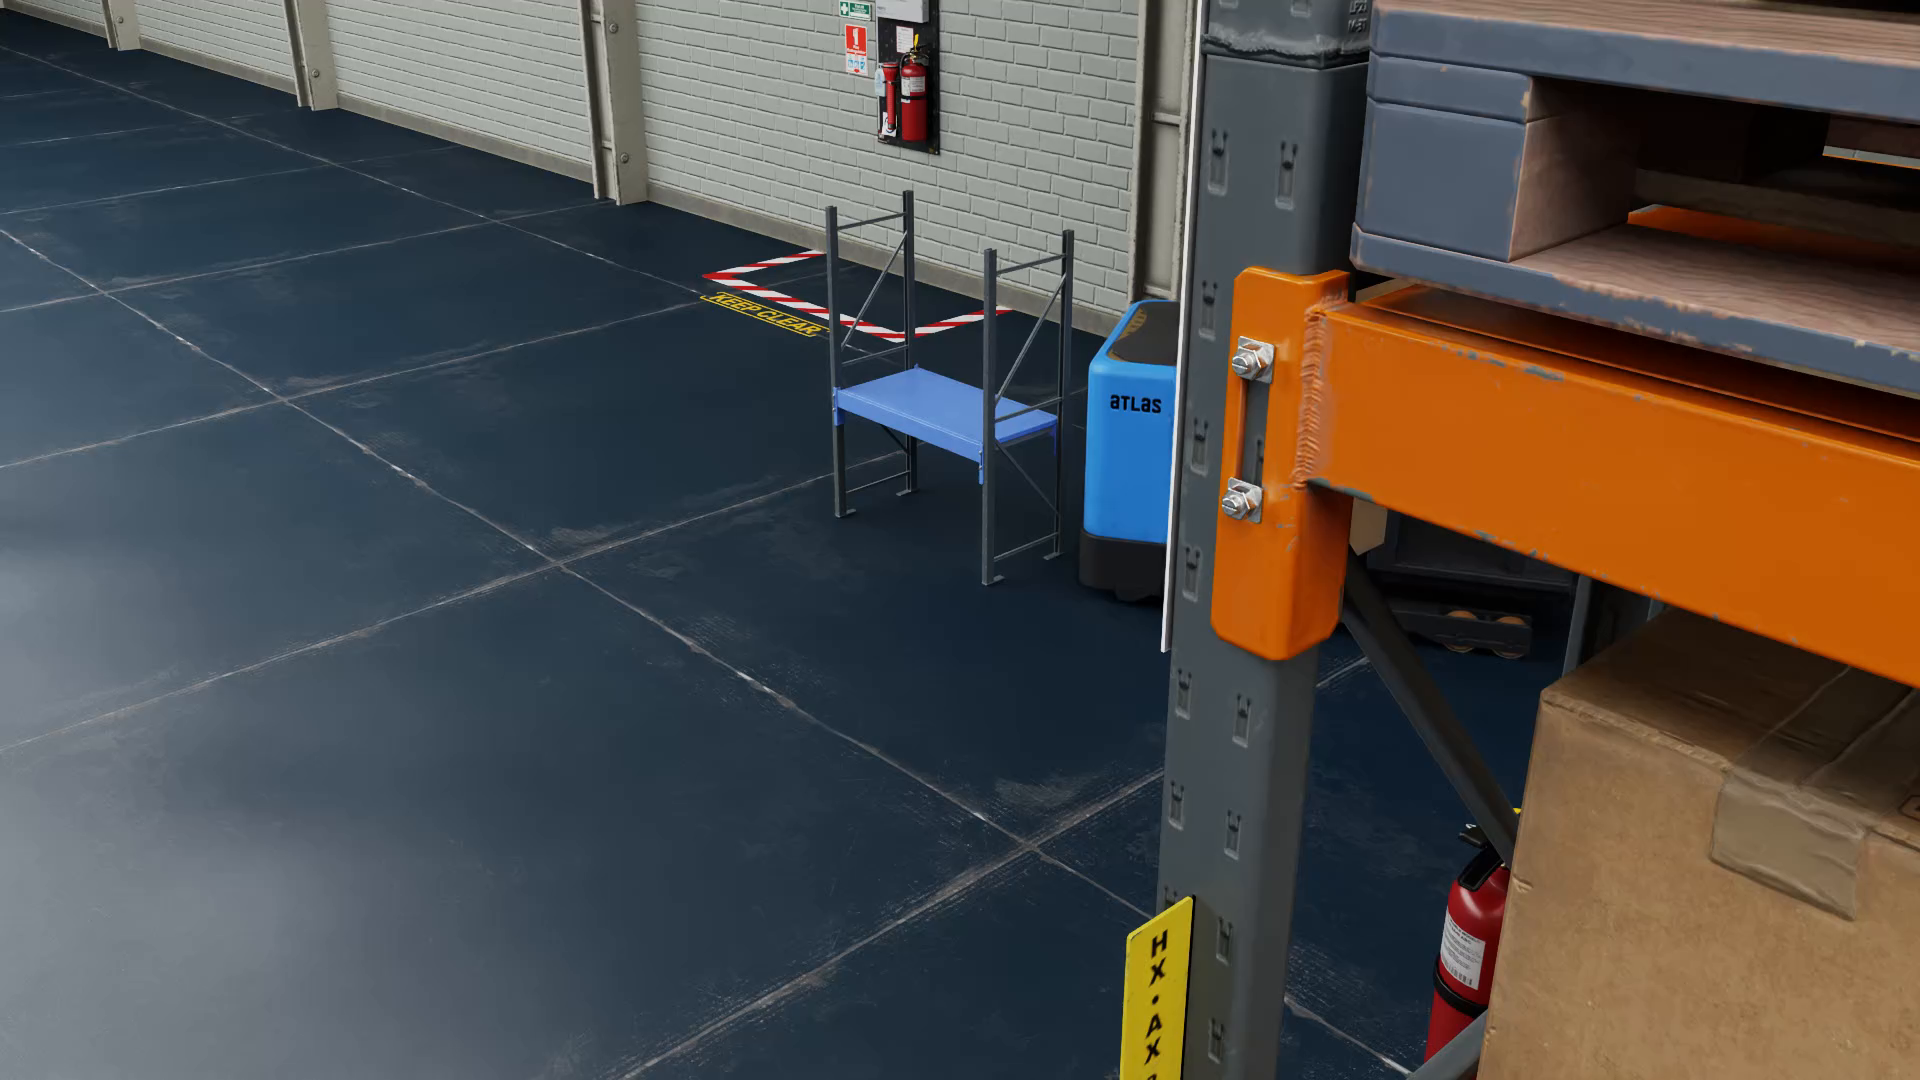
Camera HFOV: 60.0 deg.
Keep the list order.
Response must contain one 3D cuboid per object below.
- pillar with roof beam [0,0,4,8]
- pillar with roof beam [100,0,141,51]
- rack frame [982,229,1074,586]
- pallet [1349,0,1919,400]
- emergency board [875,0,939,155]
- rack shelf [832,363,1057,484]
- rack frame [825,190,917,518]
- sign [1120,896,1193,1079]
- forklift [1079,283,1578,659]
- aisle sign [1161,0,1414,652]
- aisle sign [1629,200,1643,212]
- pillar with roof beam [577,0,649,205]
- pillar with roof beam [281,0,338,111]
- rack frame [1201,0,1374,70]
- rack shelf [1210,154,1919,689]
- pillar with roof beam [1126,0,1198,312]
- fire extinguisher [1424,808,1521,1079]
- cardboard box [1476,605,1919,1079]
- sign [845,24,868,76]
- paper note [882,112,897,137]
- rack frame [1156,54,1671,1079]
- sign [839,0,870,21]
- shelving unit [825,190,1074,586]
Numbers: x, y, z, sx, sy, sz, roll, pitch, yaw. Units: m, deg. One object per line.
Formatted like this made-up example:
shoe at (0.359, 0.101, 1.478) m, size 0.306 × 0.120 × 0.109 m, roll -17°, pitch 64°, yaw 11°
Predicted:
pillar with roof beam at (-18.305, -11.221, 21.504) m, size 9.100 × 9.000 × 0.400 m, roll -21°, pitch 32°, yaw -38°
pillar with roof beam at (-14.204, -9.403, 17.519) m, size 9.100 × 9.000 × 0.400 m, roll -21°, pitch 32°, yaw -38°
rack frame at (0.289, -0.554, 7.158) m, size 0.500 × 1.500 × 0.032 m, roll -21°, pitch 32°, yaw -38°
pallet at (1.084, -0.287, 1.257) m, size 1.003 × 0.211 × 1.213 m, roll -21°, pitch 32°, yaw -38°
emergency board at (-0.419, -3.201, 11.152) m, size 0.194 × 1.169 × 0.643 m, roll -21°, pitch 32°, yaw -38°
rack shelf at (-0.058, -0.545, 7.570) m, size 0.538 × 0.185 × 1.000 m, roll -21°, pitch 32°, yaw -38°
rack frame at (-0.406, -0.862, 7.833) m, size 0.500 × 1.500 × 0.032 m, roll -21°, pitch 32°, yaw -38°
sign at (0.210, 0.542, 1.810) m, size 0.100 × 0.325 × 0.005 m, roll -21°, pitch 32°, yaw -38°
forklift at (2.090, -1.101, 6.633) m, size 3.031 × 2.935 × 1.130 m, roll 7°, pitch 25°, yaw 15°
aisle sign at (0.351, -0.300, 1.661) m, size 0.394 × 0.787 × 0.004 m, roll -21°, pitch 32°, yaw -38°
aisle sign at (0.789, -0.470, 2.034) m, size 0.394 × 0.787 × 0.004 m, roll -21°, pitch 32°, yaw -38°
pillar with roof beam at (-6.002, -5.767, 9.550) m, size 9.100 × 9.000 × 0.400 m, roll -21°, pitch 32°, yaw -38°
pillar with roof beam at (-10.103, -7.585, 13.535) m, size 9.100 × 9.000 × 0.400 m, roll -21°, pitch 32°, yaw -38°
rack frame at (0.619, -1.913, 1.102) m, size 1.000 × 3.000 × 0.127 m, roll -21°, pitch 32°, yaw -38°
rack shelf at (1.986, 0.385, 0.546) m, size 1.077 × 0.370 × 4.000 m, roll -21°, pitch 32°, yaw -38°
pillar with roof beam at (-1.901, -3.950, 5.565) m, size 9.100 × 9.000 × 0.400 m, roll -21°, pitch 32°, yaw -38°
fire extinguisher at (0.878, 0.684, 2.730) m, size 0.296 × 0.674 × 0.183 m, roll -21°, pitch 32°, yaw -38°
cardboard box at (0.965, 0.341, 1.704) m, size 0.700 × 0.500 × 0.500 m, roll -21°, pitch 32°, yaw -38°
sign at (-0.722, -3.414, 11.576) m, size 0.001 × 0.329 × 0.234 m, roll -21°, pitch 32°, yaw -38°
paper note at (-0.490, -2.873, 11.496) m, size 0.016 × 0.148 × 0.142 m, roll -21°, pitch 32°, yaw -38°
rack frame at (0.619, 0.816, 2.347) m, size 1.000 × 3.000 × 0.127 m, roll -21°, pitch 32°, yaw -38°
sign at (-0.725, -3.651, 11.458) m, size 0.001 × 0.109 × 0.331 m, roll -21°, pitch 32°, yaw -38°
shelving unit at (-0.058, -0.708, 7.495) m, size 0.538 × 1.500 × 1.048 m, roll -21°, pitch 32°, yaw -38°
